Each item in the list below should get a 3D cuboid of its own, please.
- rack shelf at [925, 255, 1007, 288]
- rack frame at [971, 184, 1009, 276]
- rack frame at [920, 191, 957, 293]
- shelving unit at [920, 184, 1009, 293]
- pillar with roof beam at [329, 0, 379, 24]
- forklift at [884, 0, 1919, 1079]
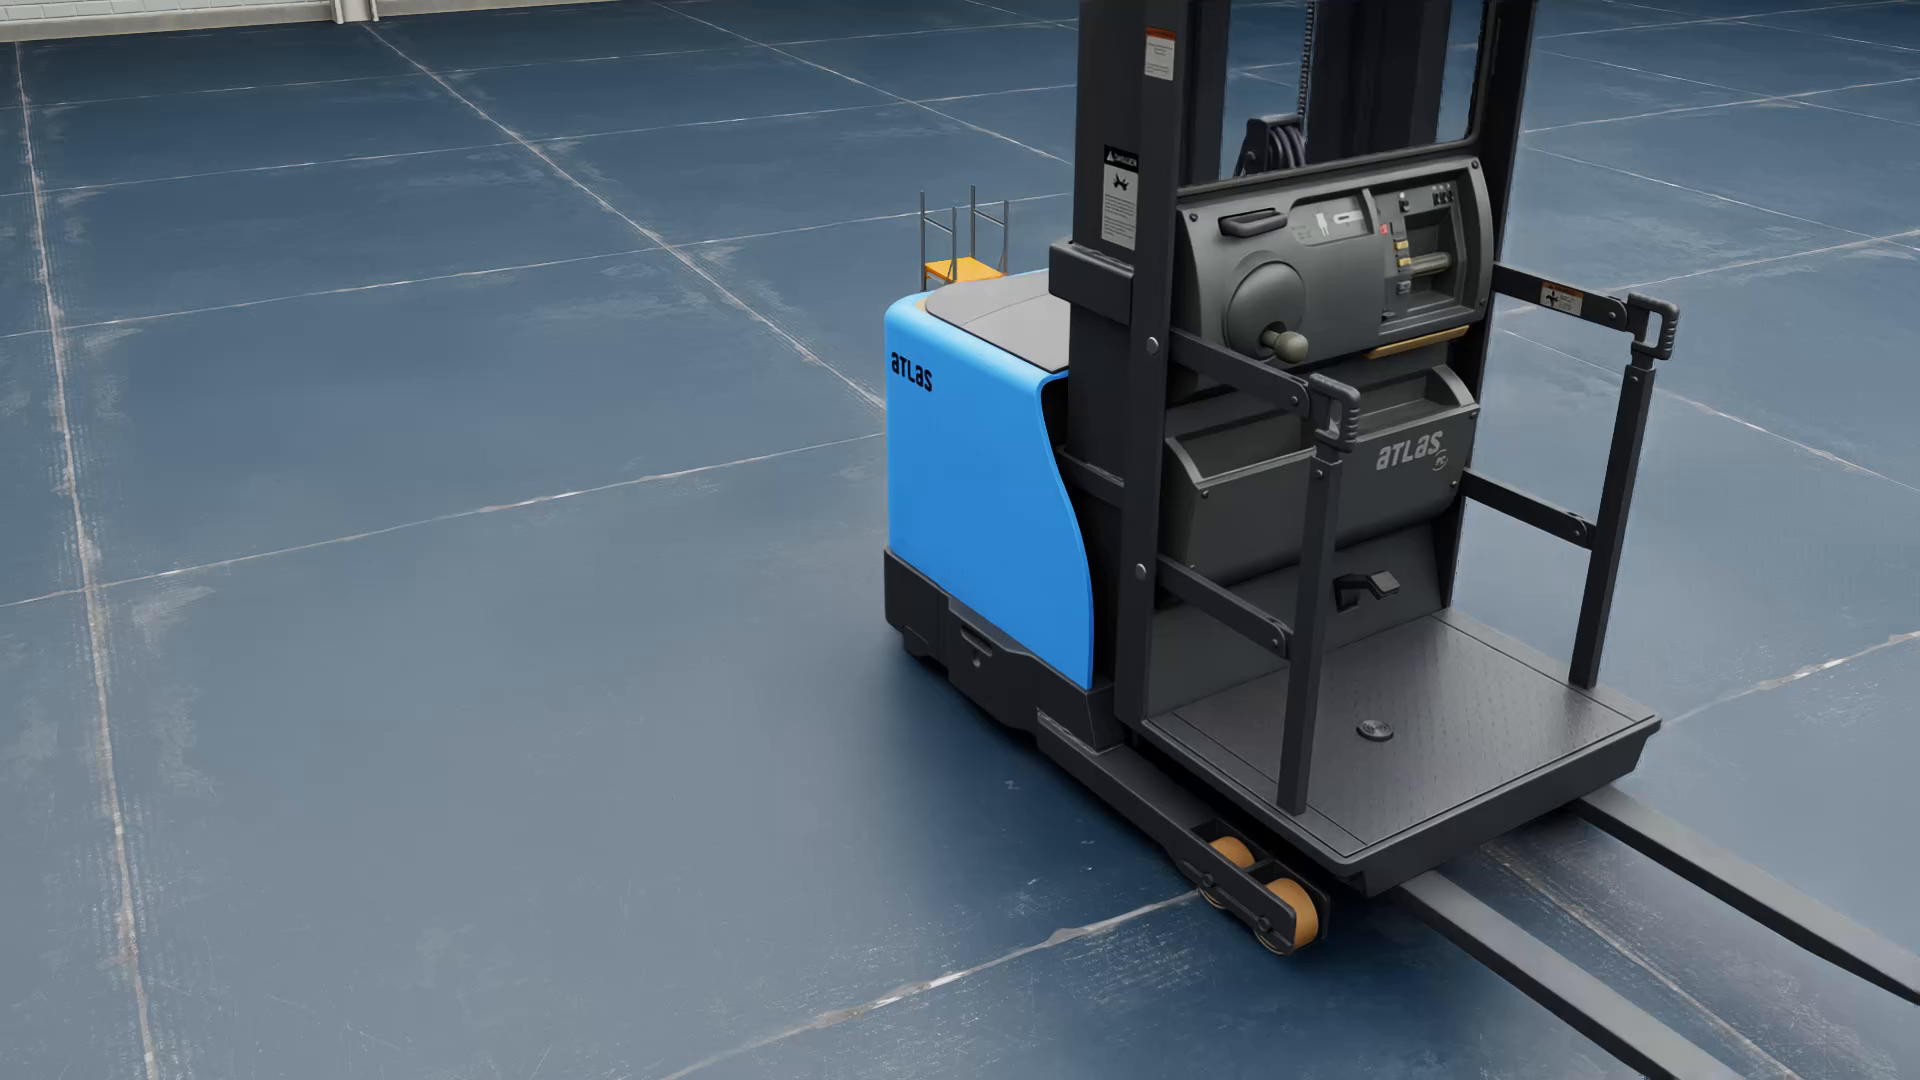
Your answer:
[{"bbox_3d":[0.013,-0.828,5.360,0.180,0.103,0.258,-13,29,-25],"label":"rack shelf"},{"bbox_3d":[0.093,-0.562,5.535,0.006,1.200,0.240,-13,29,-25],"label":"rack frame"},{"bbox_3d":[-0.068,-0.525,5.458,0.006,1.200,0.240,-13,29,-25],"label":"rack frame"},{"bbox_3d":[0.013,-0.544,5.496,0.189,1.200,0.258,-13,29,-25],"label":"shelving unit"},{"bbox_3d":[-3.966,-7.568,11.115,0.400,9.000,9.100,-13,29,-25],"label":"pillar with roof beam"},{"bbox_3d":[0.999,-0.615,3.644,1.130,2.935,3.031,-16,30,-30],"label":"forklift"}]
